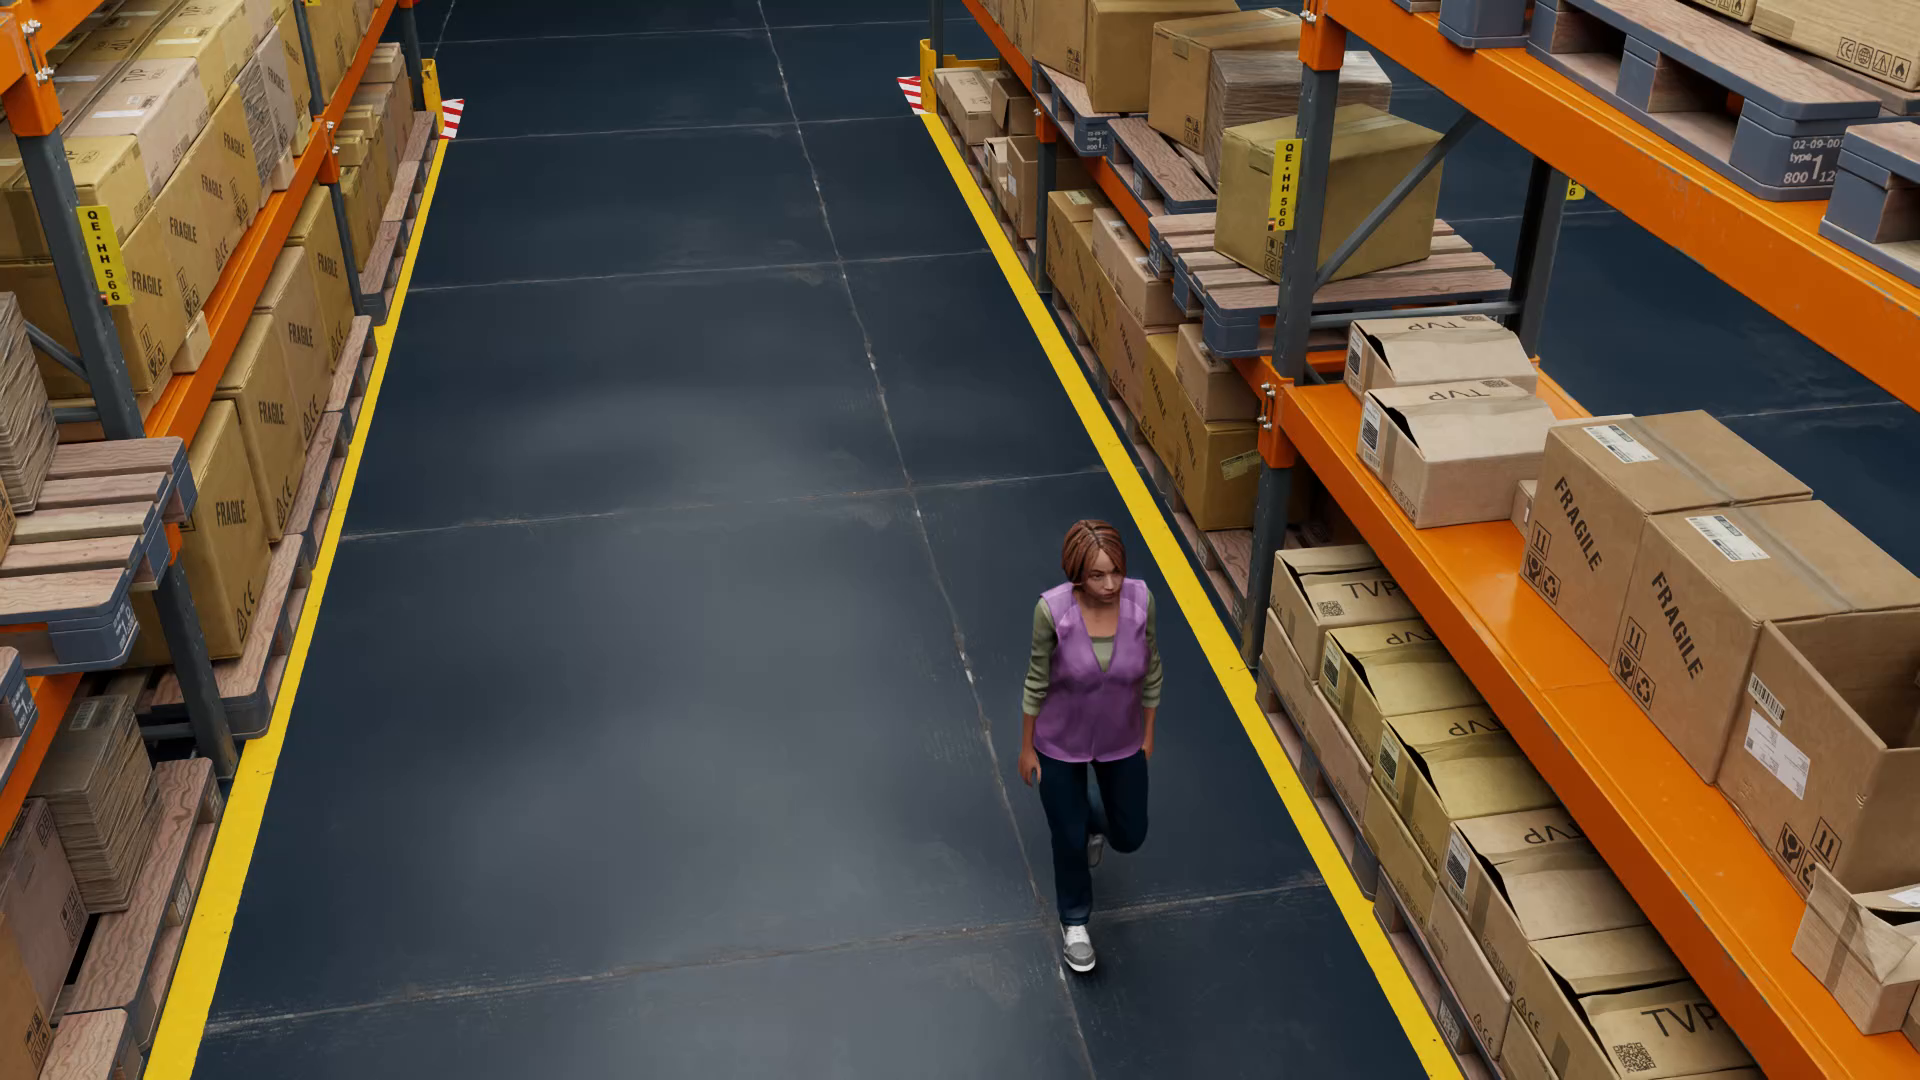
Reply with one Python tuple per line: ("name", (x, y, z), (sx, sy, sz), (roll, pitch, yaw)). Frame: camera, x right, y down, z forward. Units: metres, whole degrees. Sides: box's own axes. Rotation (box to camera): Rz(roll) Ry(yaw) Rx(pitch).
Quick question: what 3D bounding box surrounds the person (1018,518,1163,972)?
("person", (0.386, 0.575, 5.151), (0.441, 1.579, 0.573), (-5, 31, -7))
